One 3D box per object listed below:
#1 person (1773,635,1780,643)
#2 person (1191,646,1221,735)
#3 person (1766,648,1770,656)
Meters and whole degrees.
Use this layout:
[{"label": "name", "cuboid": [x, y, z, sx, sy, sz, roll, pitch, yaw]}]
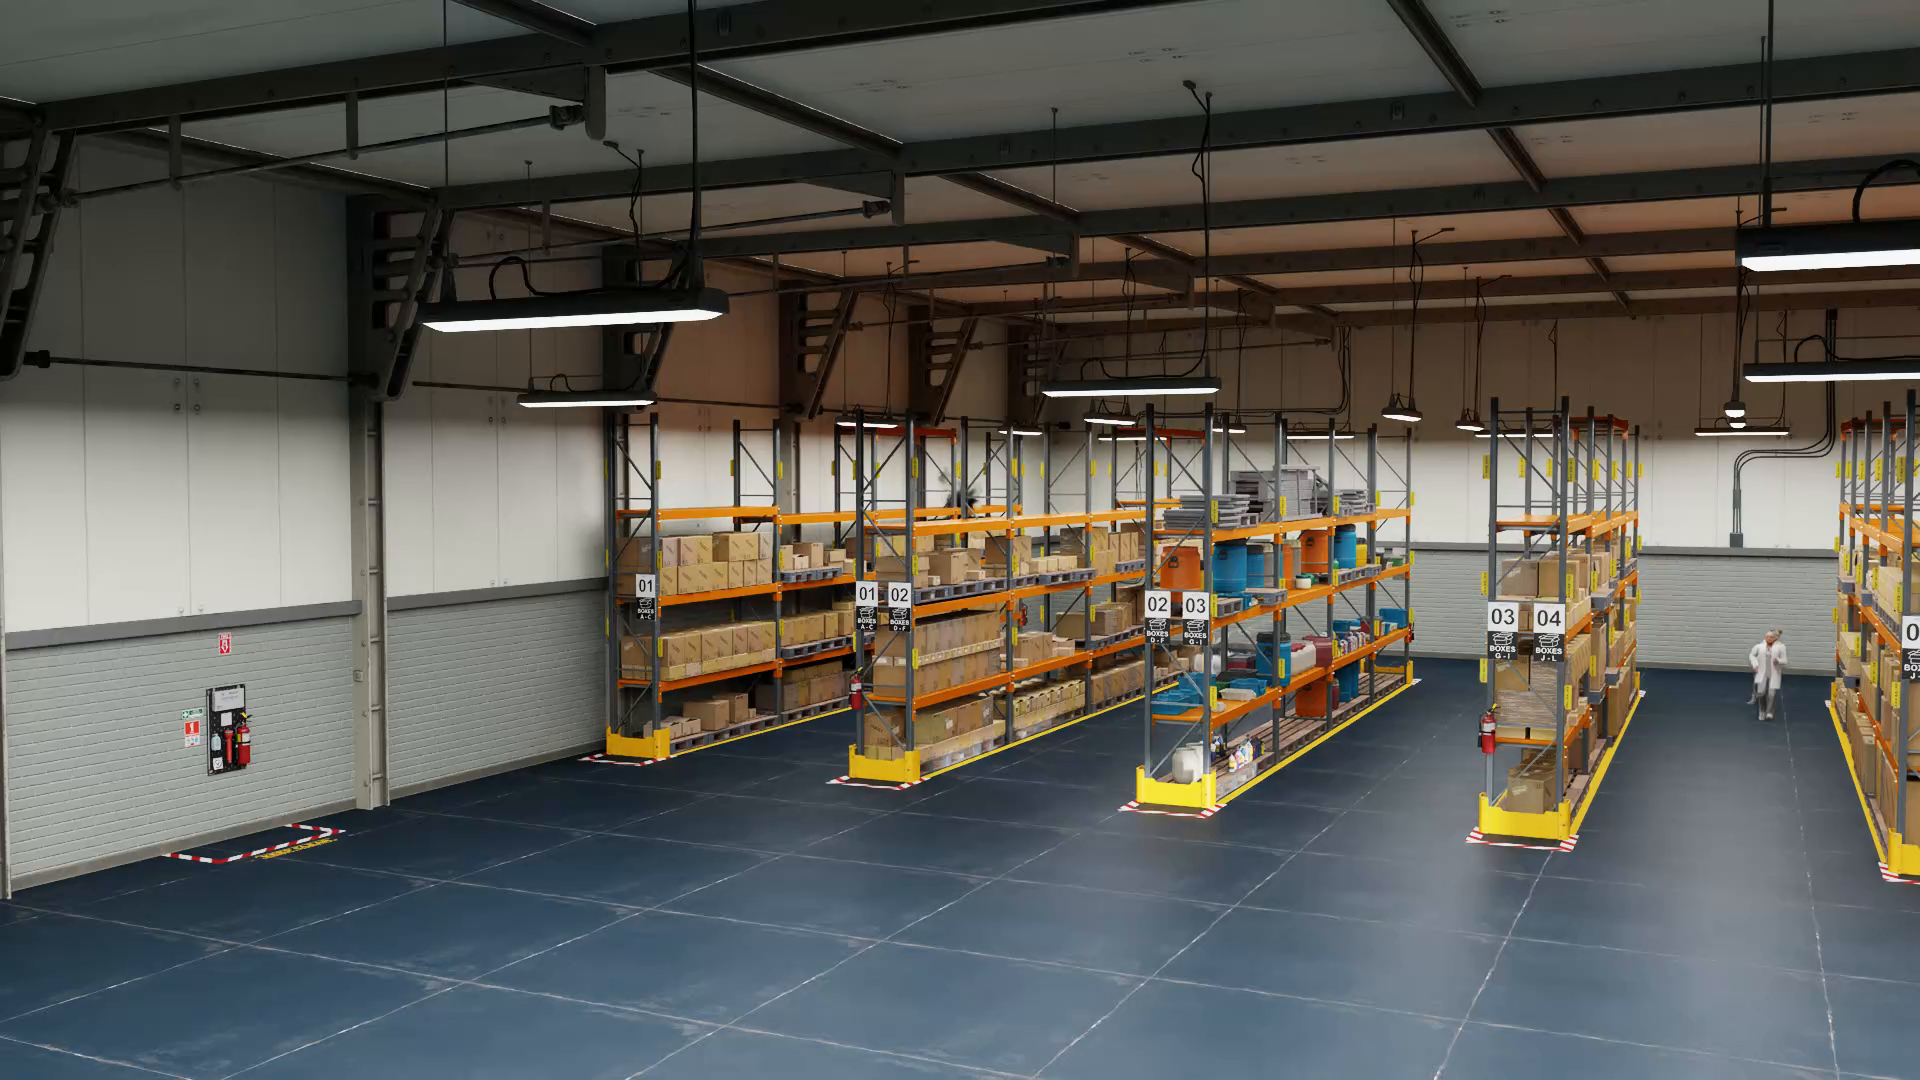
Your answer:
[{"label": "person", "cuboid": [17.309, 2.101, 35.362, 0.281, 0.367, 0.234, 2, 3, 39]}, {"label": "person", "cuboid": [4.615, 2.831, 31.431, 0.658, 1.787, 0.623, 1, 3, 25]}, {"label": "person", "cuboid": [16.065, 2.225, 33.054, 0.077, 0.135, 0.100, 1, 3, 28]}]
